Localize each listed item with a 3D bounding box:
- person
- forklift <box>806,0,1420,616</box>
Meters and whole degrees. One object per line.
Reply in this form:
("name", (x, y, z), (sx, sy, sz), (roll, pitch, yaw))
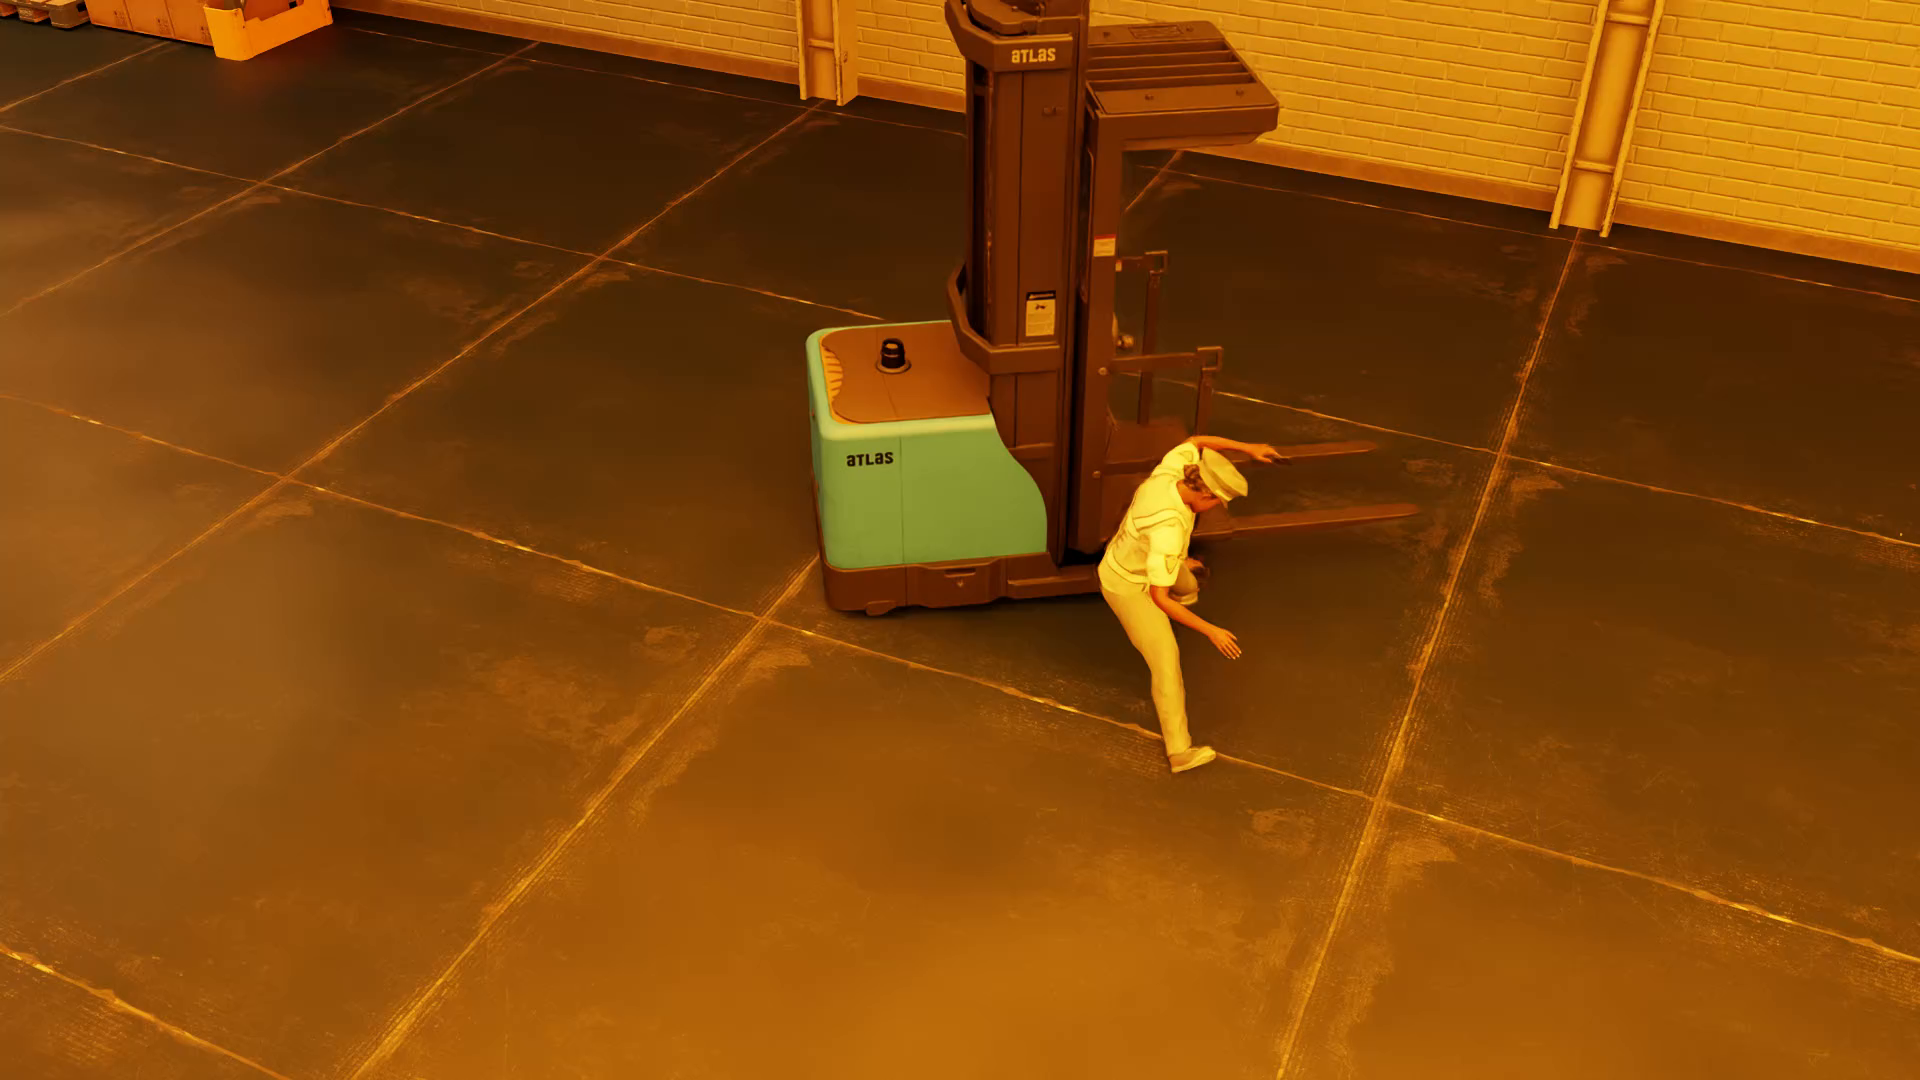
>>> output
("person", (0.987, 0.131, 7.277), (0.800, 1.340, 1.287), (16, 39, 22))
("forklift", (0.787, -1.215, 7.790), (3.031, 2.935, 1.130), (-5, 36, -7))
